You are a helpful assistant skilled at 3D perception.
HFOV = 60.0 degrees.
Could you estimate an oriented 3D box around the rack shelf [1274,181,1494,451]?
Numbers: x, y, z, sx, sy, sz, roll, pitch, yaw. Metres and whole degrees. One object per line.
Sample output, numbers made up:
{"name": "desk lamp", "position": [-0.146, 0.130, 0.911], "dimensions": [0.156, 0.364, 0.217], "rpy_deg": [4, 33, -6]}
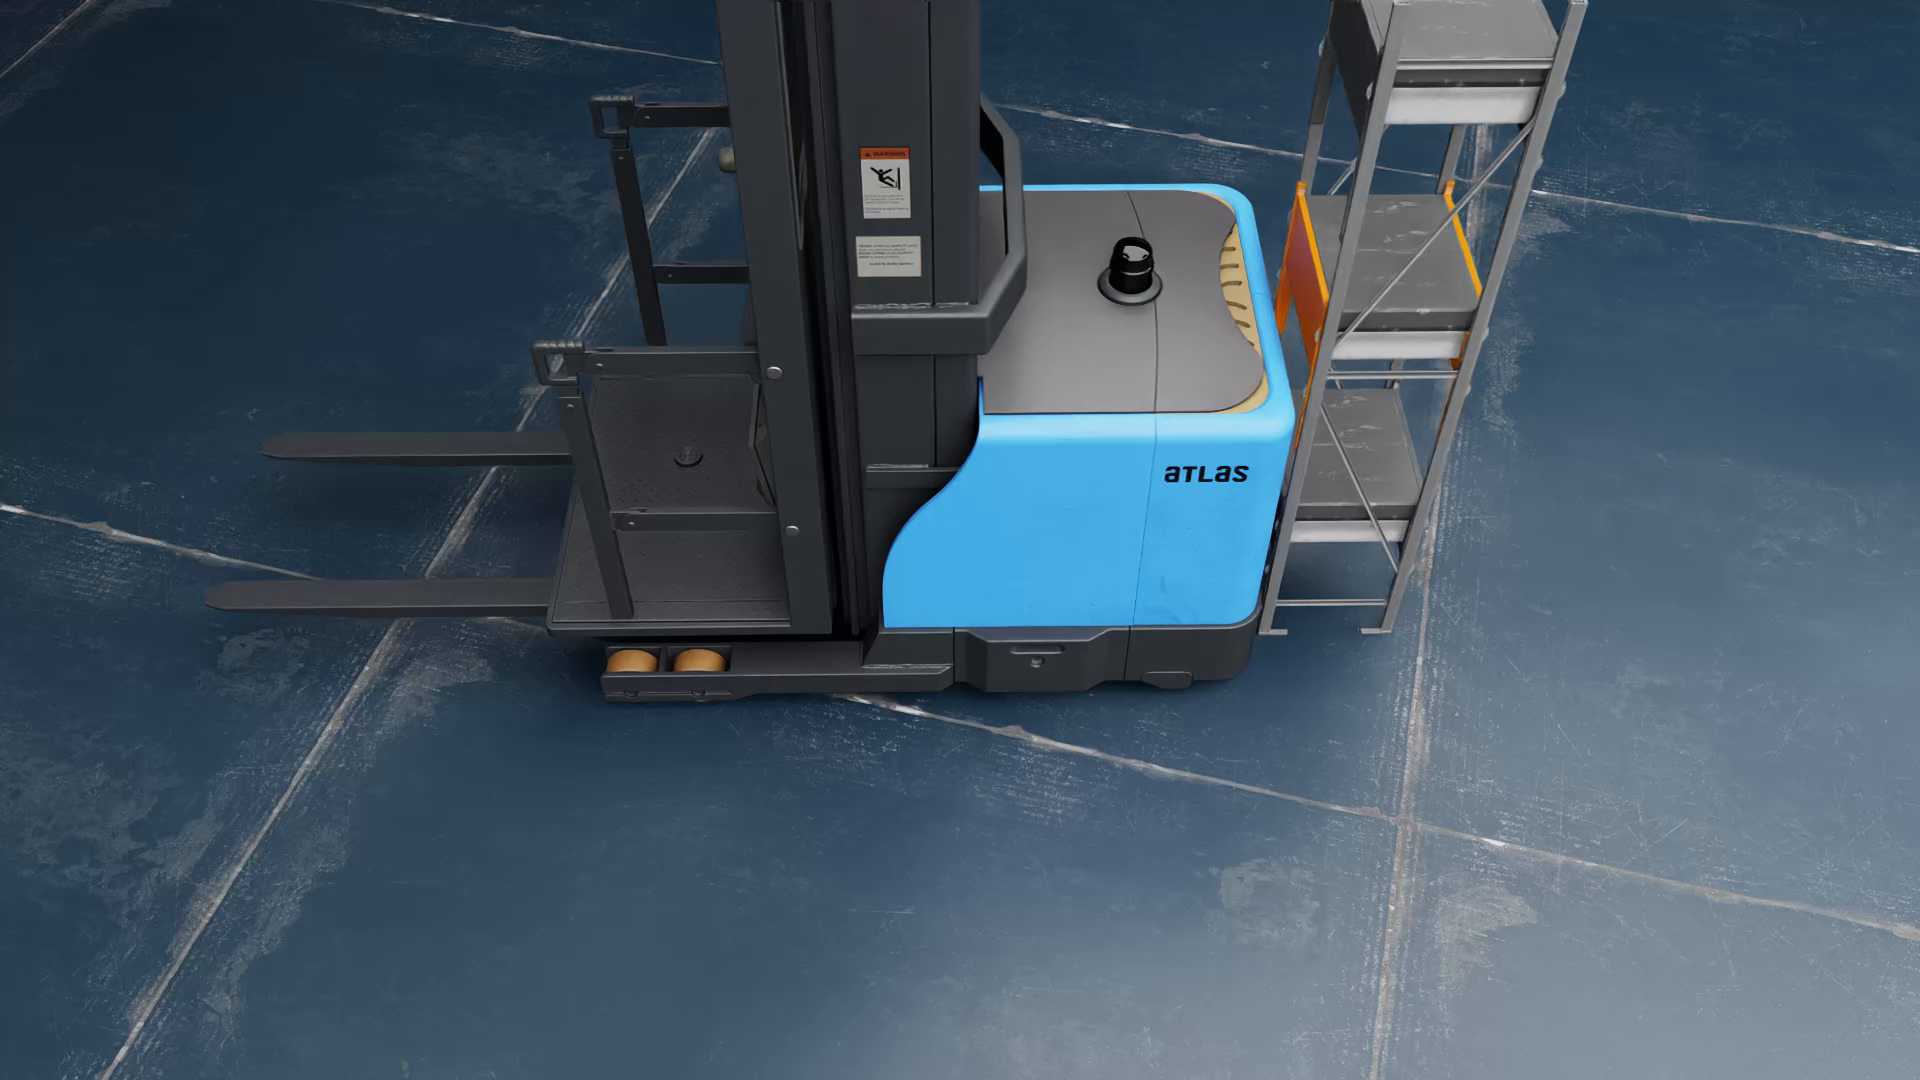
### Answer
{"name": "rack shelf", "position": [1.091, -0.589, 4.387], "dimensions": [0.431, 0.518, 0.480], "rpy_deg": [0, 49, 0]}

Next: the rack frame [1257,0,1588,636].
{"name": "rack frame", "position": [1.094, -0.415, 4.216], "dimensions": [0.400, 2.100, 0.015], "rpy_deg": [0, 49, 0]}

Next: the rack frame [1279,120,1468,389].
{"name": "rack frame", "position": [1.089, -0.781, 4.539], "dimensions": [0.400, 2.100, 0.015], "rpy_deg": [0, 49, 0]}

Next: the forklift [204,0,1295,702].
{"name": "forklift", "position": [-0.670, -0.900, 4.089], "dimensions": [3.031, 2.935, 1.130], "rpy_deg": [0, 49, 0]}

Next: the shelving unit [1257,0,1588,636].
{"name": "shelving unit", "position": [1.091, -0.598, 4.377], "dimensions": [0.431, 2.100, 0.503], "rpy_deg": [0, 49, 0]}

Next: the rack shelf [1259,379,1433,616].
{"name": "rack shelf", "position": [1.091, -0.126, 4.912], "dimensions": [0.431, 0.518, 0.480], "rpy_deg": [0, 49, 0]}

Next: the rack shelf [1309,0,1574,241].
{"name": "rack shelf", "position": [1.091, -1.052, 3.863], "dimensions": [0.431, 0.518, 0.480], "rpy_deg": [0, 49, 0]}
